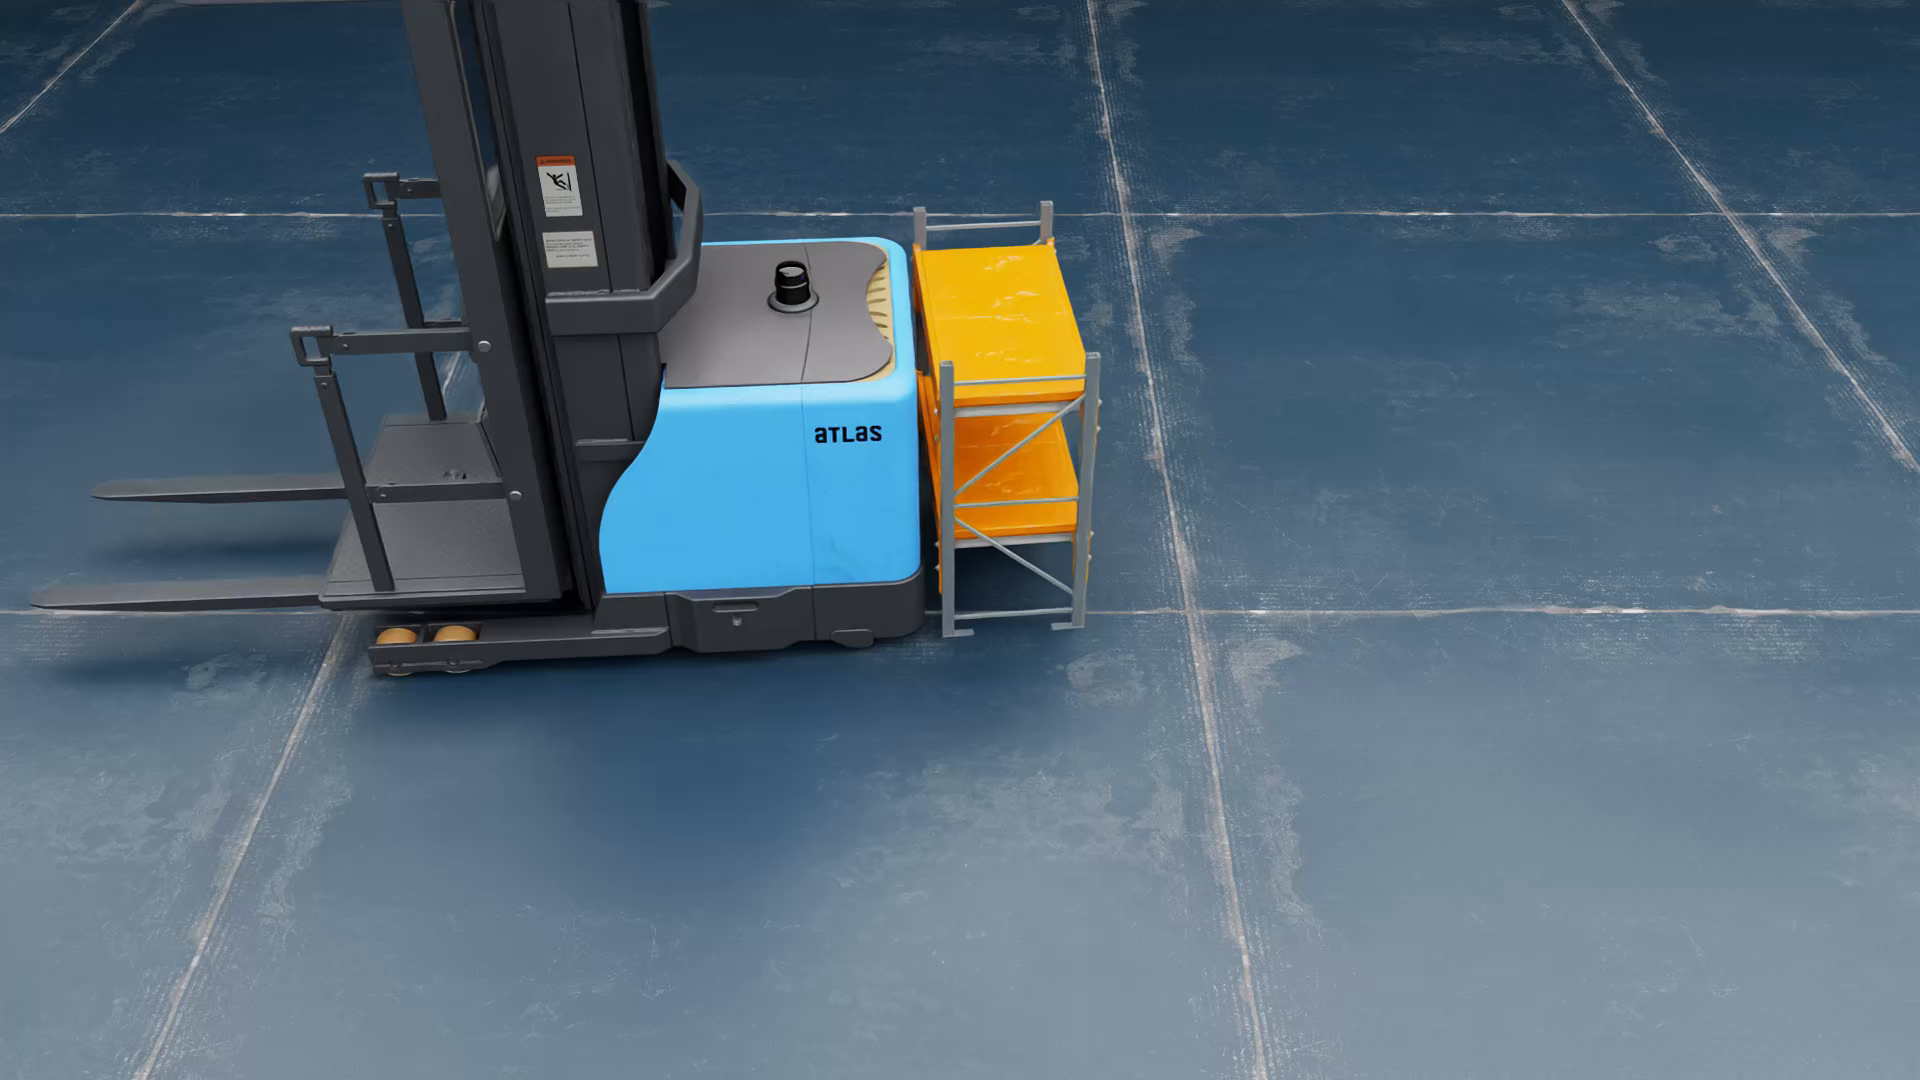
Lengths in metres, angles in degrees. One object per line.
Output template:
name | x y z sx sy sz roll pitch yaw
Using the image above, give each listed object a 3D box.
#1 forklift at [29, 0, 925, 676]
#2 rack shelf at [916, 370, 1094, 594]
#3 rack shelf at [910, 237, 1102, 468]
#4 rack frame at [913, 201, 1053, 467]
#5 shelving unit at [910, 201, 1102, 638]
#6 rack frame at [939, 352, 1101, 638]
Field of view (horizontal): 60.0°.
forklift | -1.662 -1.023 5.183 3.031 2.935 1.130 -2 39 -3
rack shelf | 0.135 -0.247 6.050 0.538 0.278 1.000 -4 39 -5
rack shelf | 0.135 -0.666 5.714 0.538 0.278 1.000 -4 39 -5
rack frame | 0.083 -0.754 6.291 0.500 1.125 0.032 -4 39 -5
shelving unit | 0.135 -0.438 5.897 0.538 1.125 1.048 -4 39 -5
rack frame | 0.186 -0.122 5.502 0.500 1.125 0.032 -4 39 -5
